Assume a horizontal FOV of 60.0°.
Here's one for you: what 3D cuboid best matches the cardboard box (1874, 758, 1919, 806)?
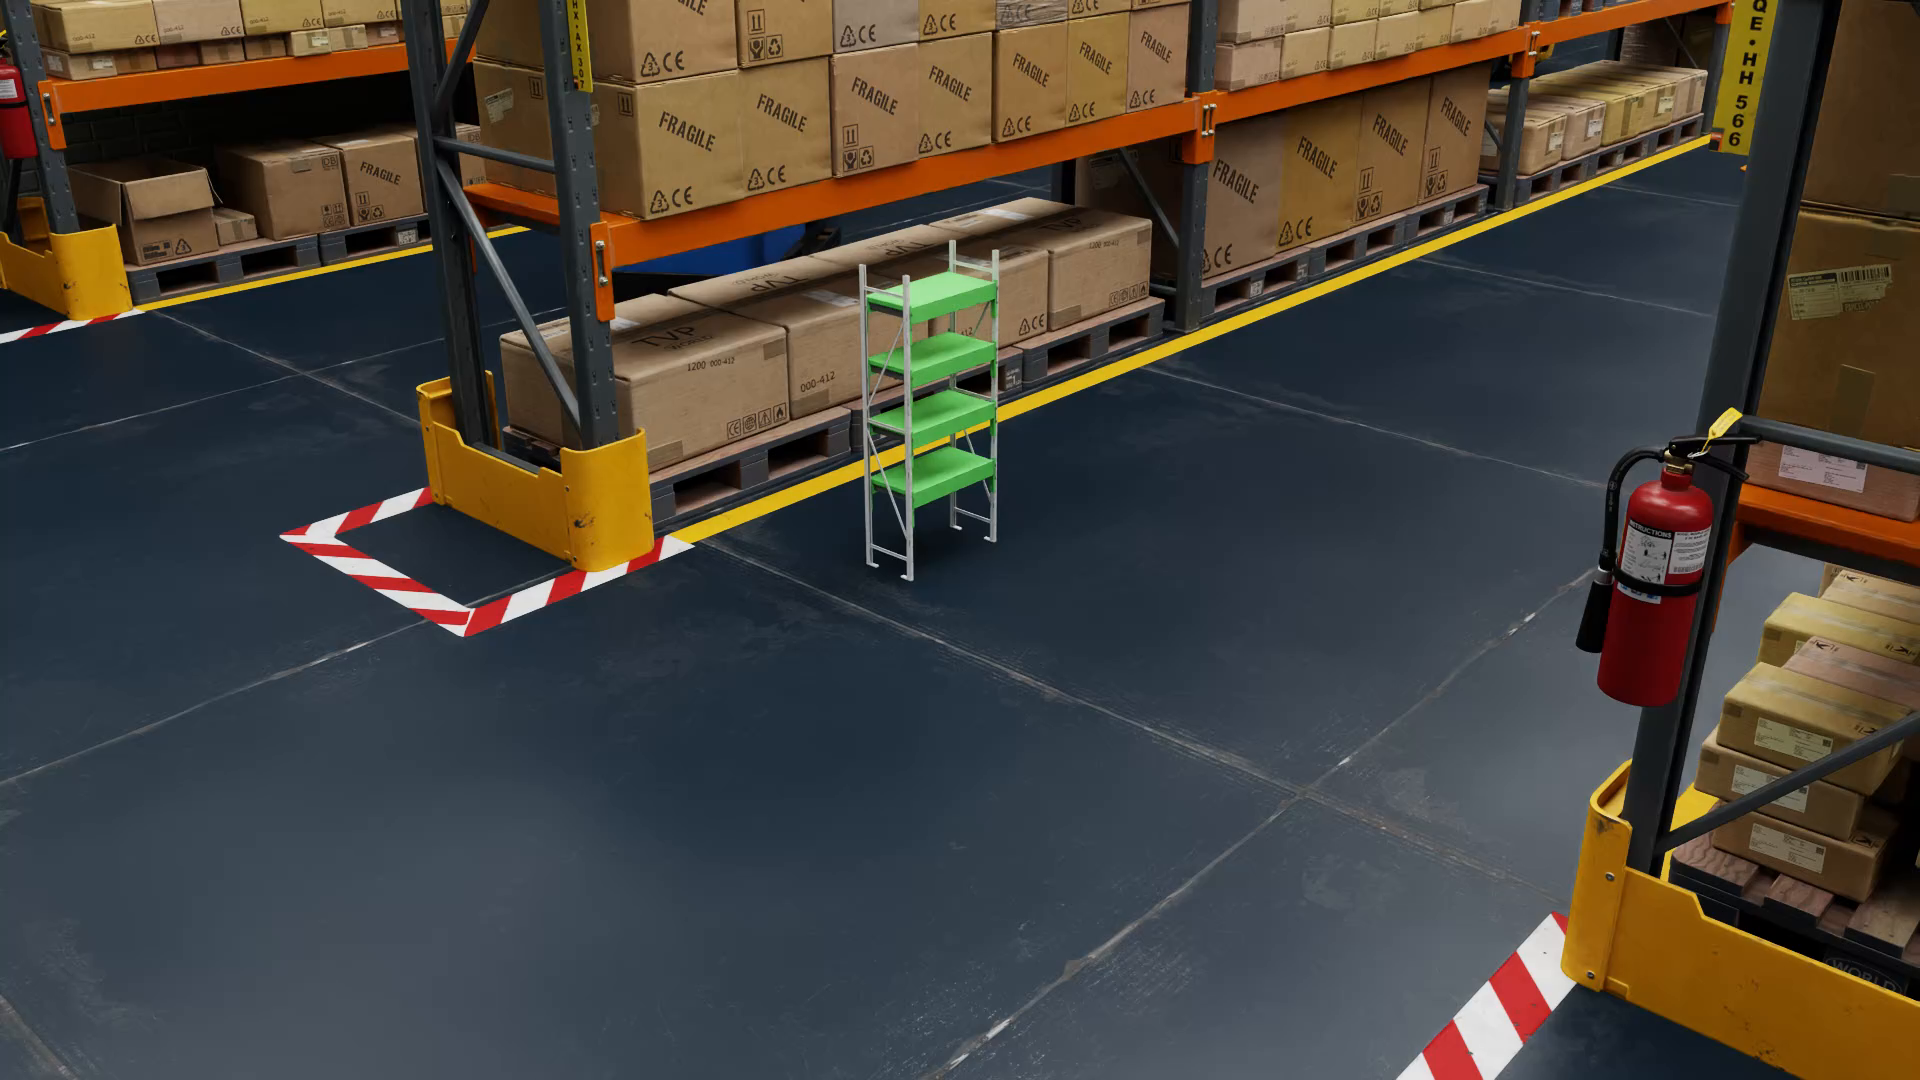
[{"bbox_3d":[2.375,0.540,4.486,0.380,0.149,0.250,19,31,36],"label":"cardboard box"}]

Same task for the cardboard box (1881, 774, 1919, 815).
[{"bbox_3d":[2.554,0.600,4.718,0.380,0.149,0.250,20,31,37],"label":"cardboard box"}]

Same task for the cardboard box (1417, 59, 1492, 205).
[{"bbox_3d":[3.084,-2.922,11.684,0.875,0.875,0.875,20,31,37],"label":"cardboard box"}]

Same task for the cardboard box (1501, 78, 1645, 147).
[{"bbox_3d":[4.988,-3.506,13.602,0.950,0.372,0.625,21,32,39],"label":"cardboard box"}]

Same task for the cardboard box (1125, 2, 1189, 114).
[{"bbox_3d":[0.818,-2.503,8.545,0.500,0.500,0.500,20,31,38],"label":"cardboard box"}]

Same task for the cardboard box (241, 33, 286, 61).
[{"bbox_3d":[-4.336,-3.037,10.165,0.380,0.149,0.250,21,31,38],"label":"cardboard box"}]

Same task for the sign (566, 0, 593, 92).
[{"bbox_3d":[-1.323,-1.728,5.783,0.100,0.325,0.005,20,31,38],"label":"sign"}]

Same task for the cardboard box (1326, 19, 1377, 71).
[{"bbox_3d":[2.125,-2.972,9.896,0.500,0.250,0.500,20,31,37],"label":"cardboard box"}]

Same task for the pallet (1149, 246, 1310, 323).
[{"bbox_3d":[1.396,-1.652,10.177,1.003,0.211,1.213,20,31,38],"label":"pallet"}]

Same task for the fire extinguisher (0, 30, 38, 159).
[{"bbox_3d":[-5.186,-2.428,9.049,0.296,0.674,0.183,20,31,38],"label":"fire extinguisher"}]

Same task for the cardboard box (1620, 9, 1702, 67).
[{"bbox_3d":[6.471,-4.639,15.361,0.500,0.500,0.500,20,31,37],"label":"cardboard box"}]

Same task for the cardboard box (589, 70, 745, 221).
[{"bbox_3d":[-1.198,-1.564,6.449,0.500,0.500,0.500,20,31,37],"label":"cardboard box"}]

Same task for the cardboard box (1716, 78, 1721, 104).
[{"bbox_3d":[6.871,-4.149,15.185,0.500,0.250,0.500,18,30,35],"label":"cardboard box"}]

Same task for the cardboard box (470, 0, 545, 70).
[{"bbox_3d":[-1.588,-2.164,6.566,0.500,0.500,0.500,21,32,39],"label":"cardboard box"}]

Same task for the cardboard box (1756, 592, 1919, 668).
[{"bbox_3d":[2.474,0.303,4.651,0.380,0.149,0.250,19,31,36],"label":"cardboard box"}]

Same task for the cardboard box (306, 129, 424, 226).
[{"bbox_3d":[-3.926,-2.399,10.977,0.500,0.500,0.500,21,31,38],"label":"cardboard box"}]

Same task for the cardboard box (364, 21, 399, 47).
[{"bbox_3d":[-3.830,-3.277,10.700,0.380,0.149,0.250,20,31,37],"label":"cardboard box"}]

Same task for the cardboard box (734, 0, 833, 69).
[{"bbox_3d":[-0.861,-2.180,6.601,0.500,0.500,0.500,19,30,36],"label":"cardboard box"}]

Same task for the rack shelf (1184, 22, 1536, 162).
[{"bbox_3d":[2.272,-2.950,10.542,1.077,0.370,4.000,20,31,38],"label":"rack shelf"}]

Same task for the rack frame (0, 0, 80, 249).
[{"bbox_3d":[-5.432,-2.804,9.338,1.000,3.000,0.127,20,31,38],"label":"rack frame"}]

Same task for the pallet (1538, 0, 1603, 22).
[{"bbox_3d":[4.003,-4.046,12.343,1.213,0.211,1.003,20,31,38],"label":"pallet"}]

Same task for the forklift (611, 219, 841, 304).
[{"bbox_3d":[-1.386,-3.157,10.208,1.130,2.935,3.031,3,24,8],"label":"forklift"}]

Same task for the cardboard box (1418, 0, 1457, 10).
[{"bbox_3d":[2.807,-3.512,10.488,0.500,0.250,0.500,19,30,36],"label":"cardboard box"}]

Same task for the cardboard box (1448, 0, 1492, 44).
[{"bbox_3d":[3.133,-3.434,10.926,0.500,0.250,0.500,21,31,38],"label":"cardboard box"}]

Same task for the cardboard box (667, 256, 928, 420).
[{"bbox_3d":[-0.762,-0.982,7.893,0.875,0.438,0.875,21,32,39],"label":"cardboard box"}]

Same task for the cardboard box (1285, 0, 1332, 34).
[{"bbox_3d":[1.768,-3.052,9.463,0.500,0.250,0.500,21,31,38],"label":"cardboard box"}]

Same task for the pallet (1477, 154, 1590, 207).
[{"bbox_3d":[4.129,-2.853,12.855,1.003,0.211,1.213,20,31,38],"label":"pallet"}]

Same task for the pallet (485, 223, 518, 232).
[{"bbox_3d":[-3.221,-2.542,12.161,1.003,0.211,1.213,20,31,38],"label":"pallet"}]

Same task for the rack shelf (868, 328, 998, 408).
[{"bbox_3d":[-0.110,-0.658,6.320,0.258,0.148,0.480,20,31,38],"label":"rack shelf"}]

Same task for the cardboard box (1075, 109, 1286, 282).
[{"bbox_3d":[1.291,-2.102,9.855,0.875,0.875,0.875,21,32,39],"label":"cardboard box"}]

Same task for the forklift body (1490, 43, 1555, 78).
[{"bbox_3d":[5.340,-6.216,17.985,2.313,2.155,1.214,20,31,38],"label":"forklift body"}]

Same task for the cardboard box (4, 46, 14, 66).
[{"bbox_3d":[-5.410,-2.864,9.778,0.380,0.149,0.250,20,31,37],"label":"cardboard box"}]

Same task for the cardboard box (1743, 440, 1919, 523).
[{"bbox_3d":[2.028,-0.191,3.817,0.380,0.149,0.250,20,31,38],"label":"cardboard box"}]

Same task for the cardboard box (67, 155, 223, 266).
[{"bbox_3d":[-4.953,-2.017,10.121,0.797,0.503,0.637,19,30,36],"label":"cardboard box"}]

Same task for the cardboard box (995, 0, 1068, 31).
[{"bbox_3d":[0.150,-2.642,7.631,0.500,0.500,0.500,21,31,38],"label":"cardboard box"}]

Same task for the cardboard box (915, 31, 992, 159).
[{"bbox_3d":[-0.207,-2.033,7.495,0.500,0.500,0.500,21,32,39],"label":"cardboard box"}]

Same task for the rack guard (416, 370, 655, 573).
[{"bbox_3d":[-1.749,-0.302,6.813,1.175,0.500,0.348,20,31,38],"label":"rack guard"}]

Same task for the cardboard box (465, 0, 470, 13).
[{"bbox_3d":[-3.243,-3.712,11.182,0.500,0.250,0.500,20,31,38],"label":"cardboard box"}]

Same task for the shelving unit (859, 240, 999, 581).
[{"bbox_3d":[-0.110,-0.497,6.392,0.258,1.200,0.503,20,31,38],"label":"shelving unit"}]

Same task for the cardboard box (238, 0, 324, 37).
[{"bbox_3d":[-4.256,-3.245,10.142,0.500,0.250,0.500,19,31,37],"label":"cardboard box"}]

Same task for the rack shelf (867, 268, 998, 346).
[{"bbox_3d":[-0.110,-0.877,6.222,0.258,0.148,0.480,20,31,38],"label":"rack shelf"}]

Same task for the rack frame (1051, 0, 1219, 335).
[{"bbox_3d":[0.937,-2.669,9.036,1.000,3.000,0.127,20,31,38],"label":"rack frame"}]

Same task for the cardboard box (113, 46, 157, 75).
[{"bbox_3d":[-4.873,-2.805,9.647,0.380,0.149,0.250,21,32,39],"label":"cardboard box"}]

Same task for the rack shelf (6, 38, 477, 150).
[{"bbox_3d":[-4.097,-3.085,10.845,1.077,0.370,4.000,20,31,38],"label":"rack shelf"}]

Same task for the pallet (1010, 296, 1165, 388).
[{"bbox_3d":[0.371,-1.186,9.138,1.003,0.211,1.213,20,31,38],"label":"pallet"}]
